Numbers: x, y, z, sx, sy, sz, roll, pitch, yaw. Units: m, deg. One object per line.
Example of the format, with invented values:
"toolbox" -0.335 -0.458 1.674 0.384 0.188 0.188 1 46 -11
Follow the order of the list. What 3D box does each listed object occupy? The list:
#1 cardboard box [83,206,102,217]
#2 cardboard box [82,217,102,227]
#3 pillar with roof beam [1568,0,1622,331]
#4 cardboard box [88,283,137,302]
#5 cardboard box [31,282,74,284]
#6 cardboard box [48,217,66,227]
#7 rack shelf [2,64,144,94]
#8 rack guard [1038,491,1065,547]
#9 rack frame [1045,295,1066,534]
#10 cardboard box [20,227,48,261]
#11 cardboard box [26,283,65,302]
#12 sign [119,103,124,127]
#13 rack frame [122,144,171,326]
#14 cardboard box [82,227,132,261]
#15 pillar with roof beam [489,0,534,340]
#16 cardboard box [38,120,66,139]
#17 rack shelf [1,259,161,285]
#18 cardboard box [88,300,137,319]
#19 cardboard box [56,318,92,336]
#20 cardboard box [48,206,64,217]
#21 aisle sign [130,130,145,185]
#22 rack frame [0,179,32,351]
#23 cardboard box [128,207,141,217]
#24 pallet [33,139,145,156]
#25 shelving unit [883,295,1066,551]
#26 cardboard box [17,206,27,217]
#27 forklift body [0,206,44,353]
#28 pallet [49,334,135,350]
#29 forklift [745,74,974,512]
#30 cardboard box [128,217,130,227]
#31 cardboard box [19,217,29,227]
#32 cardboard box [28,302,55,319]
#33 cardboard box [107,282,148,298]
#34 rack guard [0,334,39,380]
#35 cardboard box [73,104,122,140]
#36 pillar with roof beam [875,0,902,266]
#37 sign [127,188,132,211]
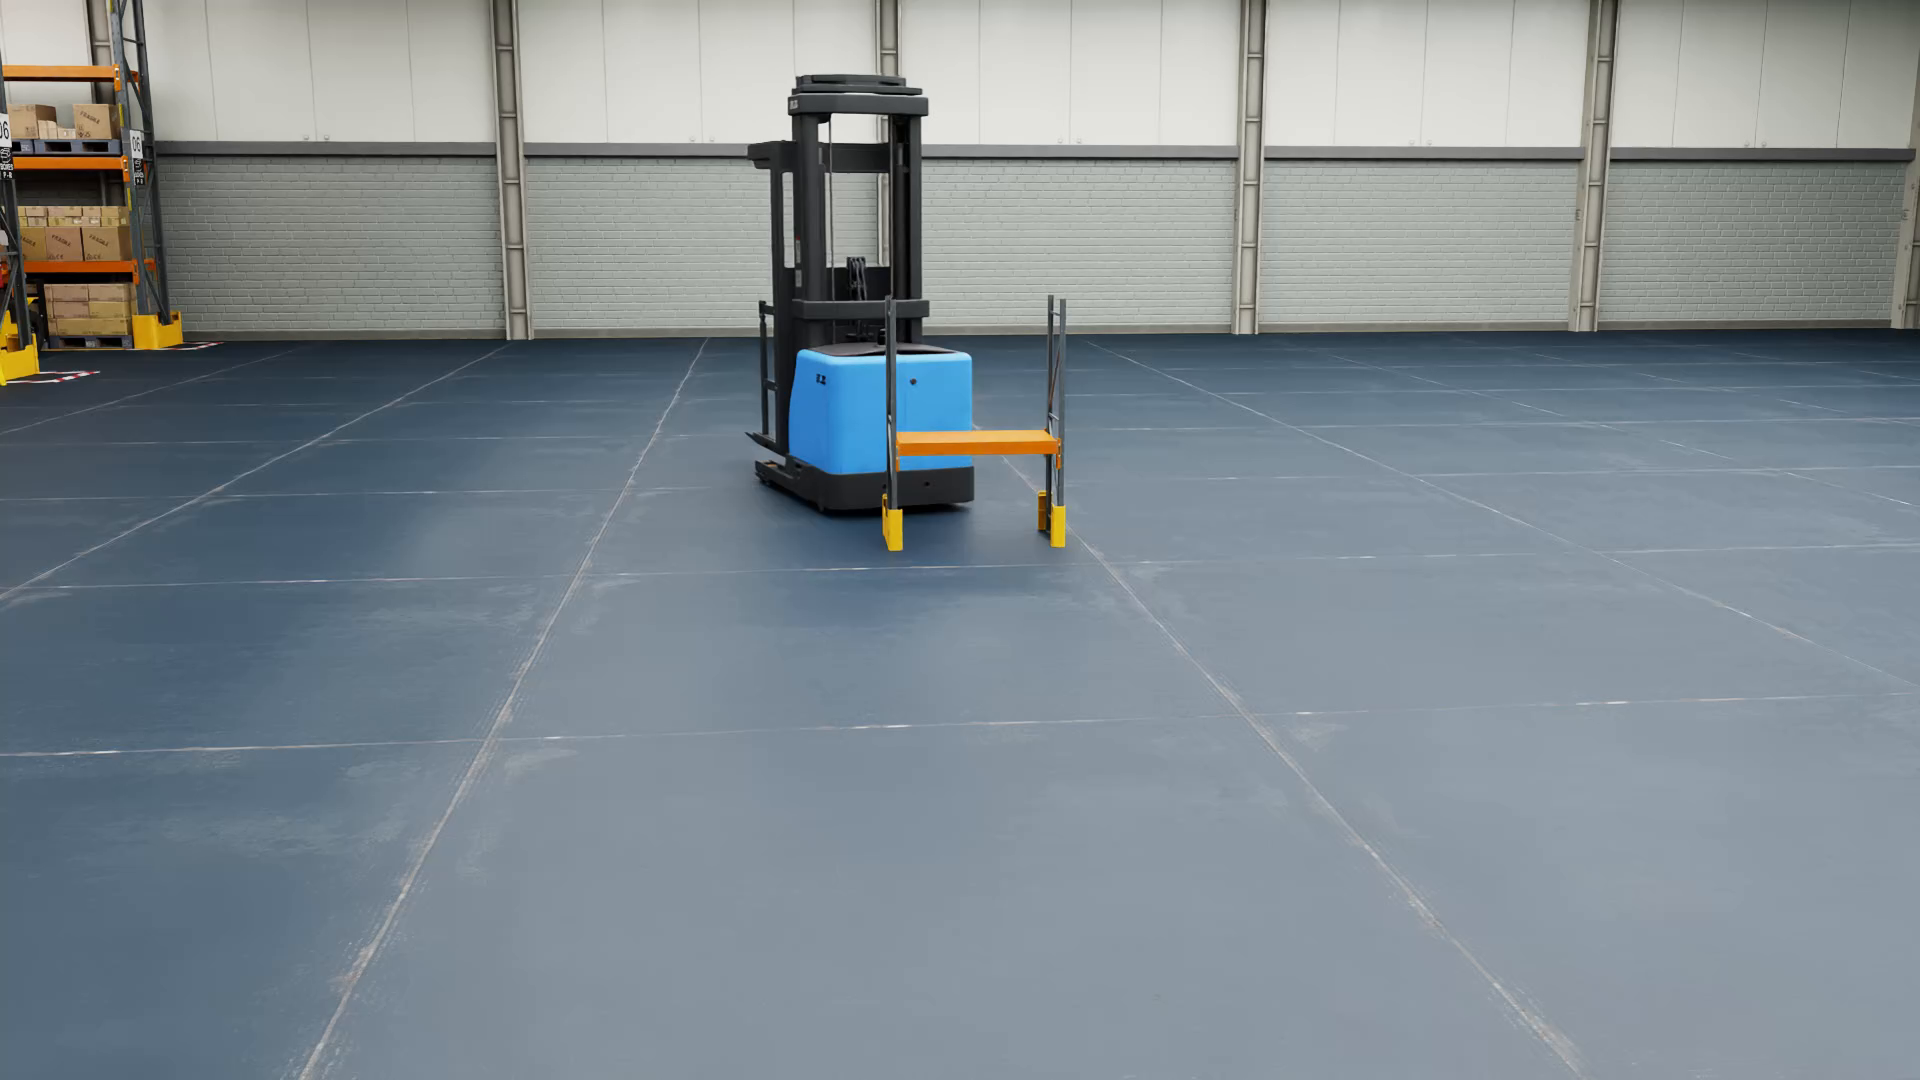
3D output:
"cardboard box" -12.863 -4.895 24.778 0.250 0.149 0.380 -1 11 -6
"cardboard box" -12.853 -4.736 24.740 0.250 0.149 0.380 -1 11 -5
"pillar with roof beam" 11.247 -7.217 23.749 0.400 9.000 9.100 -1 11 -6
"cardboard box" -12.712 -3.718 24.954 0.500 0.250 0.500 -1 11 -4
"cardboard box" -13.781 -3.795 25.341 0.500 0.250 0.500 -1 11 -6
"cardboard box" -13.365 -4.739 24.757 0.250 0.149 0.380 -1 11 -6
"rack shelf" -14.276 -6.793 24.496 4.000 0.370 1.077 -1 11 -6
"rack guard" 0.571 -0.135 10.405 0.087 0.250 0.587 -1 11 -6
"rack frame" 0.590 -0.748 10.286 0.032 1.500 0.500 -1 11 -6
"cardboard box" -13.775 -4.409 24.760 0.500 0.500 0.500 -1 11 -7
"cardboard box" -13.720 -3.694 24.831 0.500 0.250 0.500 -1 11 -5
"sign" -12.243 -6.203 24.281 0.005 0.325 0.100 -1 11 -6
"rack frame" -12.288 -4.440 25.178 0.127 3.000 1.000 -1 11 -6
"cardboard box" -12.749 -4.429 24.861 0.500 0.500 0.500 -1 11 -7
"pillar with roof beam" -6.648 -6.842 21.842 0.400 9.000 9.100 -1 11 -6
"cardboard box" -13.331 -6.021 24.441 0.258 0.266 0.396 -1 11 -6
"rack shelf" -14.276 -4.046 25.036 4.000 0.370 1.077 -1 11 -6
"cardboard box" -12.738 -3.472 24.998 0.500 0.250 0.500 -1 11 -7
"cardboard box" -13.216 -3.218 25.002 0.500 0.250 0.500 -1 11 -6
"cardboard box" -13.376 -4.893 24.770 0.250 0.149 0.380 -1 11 -6
"aisle sign" -12.191 -5.661 24.648 0.004 0.787 0.394 -1 11 -6
"rack frame" -11.748 -3.489 20.337 0.127 3.000 1.000 -1 11 -6
"cardboard box" -12.645 -4.988 25.250 0.250 0.149 0.380 -1 11 -7
"pallet" -12.994 -5.859 24.848 1.213 0.211 1.003 -1 11 -6
"shelving unit" 0.076 -0.738 10.231 1.083 1.500 0.587 -1 11 -6
"cardboard box" -13.879 -4.860 24.601 0.250 0.149 0.380 -1 11 -5
"forklift body" -13.976 -3.635 23.280 1.214 2.155 2.313 -1 11 -6
"pallet" -13.044 -3.048 25.326 1.213 0.211 1.003 -1 11 -6
"forklift" -0.910 -1.868 12.270 1.130 2.935 3.031 -4 12 -21
"cardboard box" -12.653 -4.850 25.323 0.250 0.149 0.380 -1 11 -8
"cardboard box" -13.875 -4.715 24.636 0.250 0.149 0.380 -1 11 -6
"cardboard box" -13.749 -3.449 24.881 0.500 0.250 0.500 -1 11 -7
"cardboard box" -12.786 -3.814 25.440 0.500 0.250 0.500 -1 11 -7
"rack guard" -11.824 -2.260 20.570 0.348 0.500 1.175 -1 11 -6
"cardboard box" -12.702 -6.160 24.545 0.500 0.500 0.500 -1 11 -4
"pillar with roof beam" -0.683 -6.967 22.477 0.400 9.000 9.100 -1 11 -6
"sign" -12.243 -5.020 24.513 0.005 0.325 0.100 -1 11 -6
